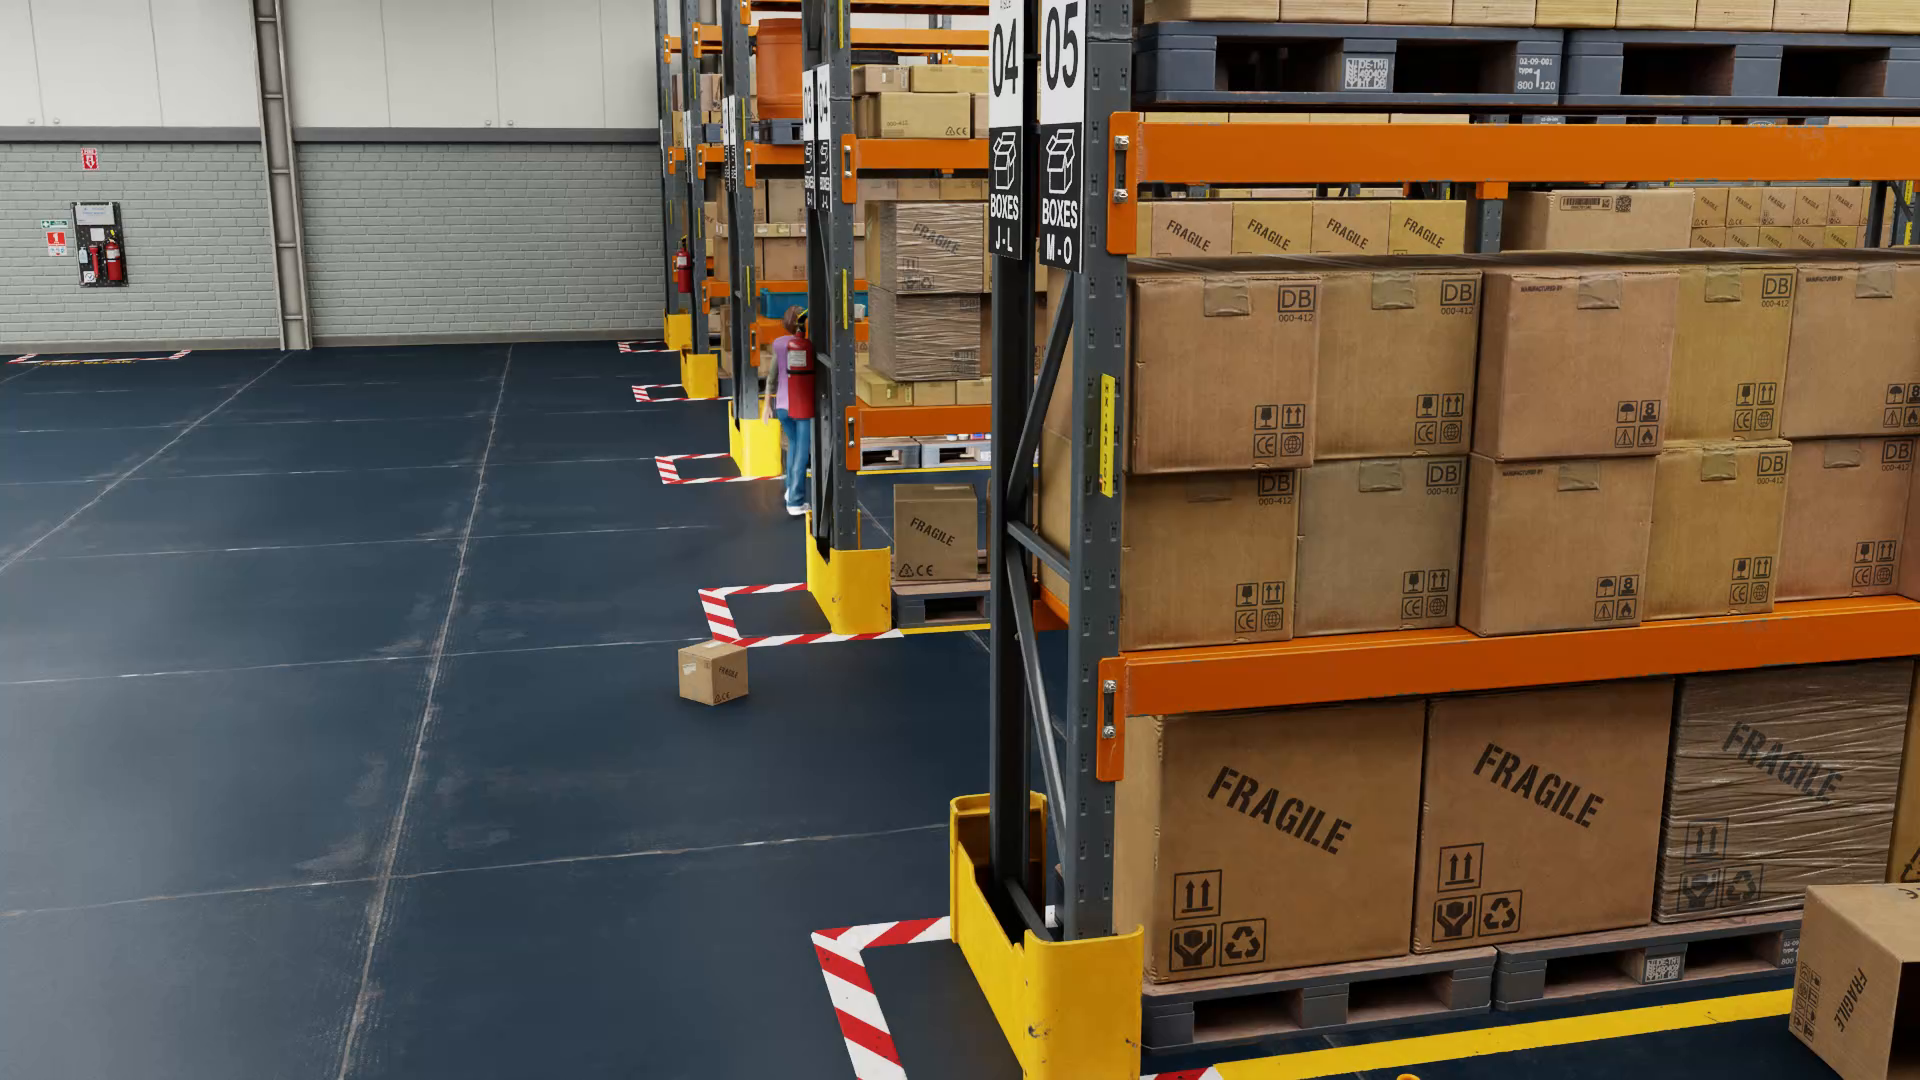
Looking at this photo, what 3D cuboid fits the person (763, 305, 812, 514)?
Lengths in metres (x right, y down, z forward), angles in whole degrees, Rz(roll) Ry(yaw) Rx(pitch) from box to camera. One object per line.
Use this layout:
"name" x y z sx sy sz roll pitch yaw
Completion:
"person" -1.240 -0.981 12.678 0.491 1.622 0.455 5 14 22
